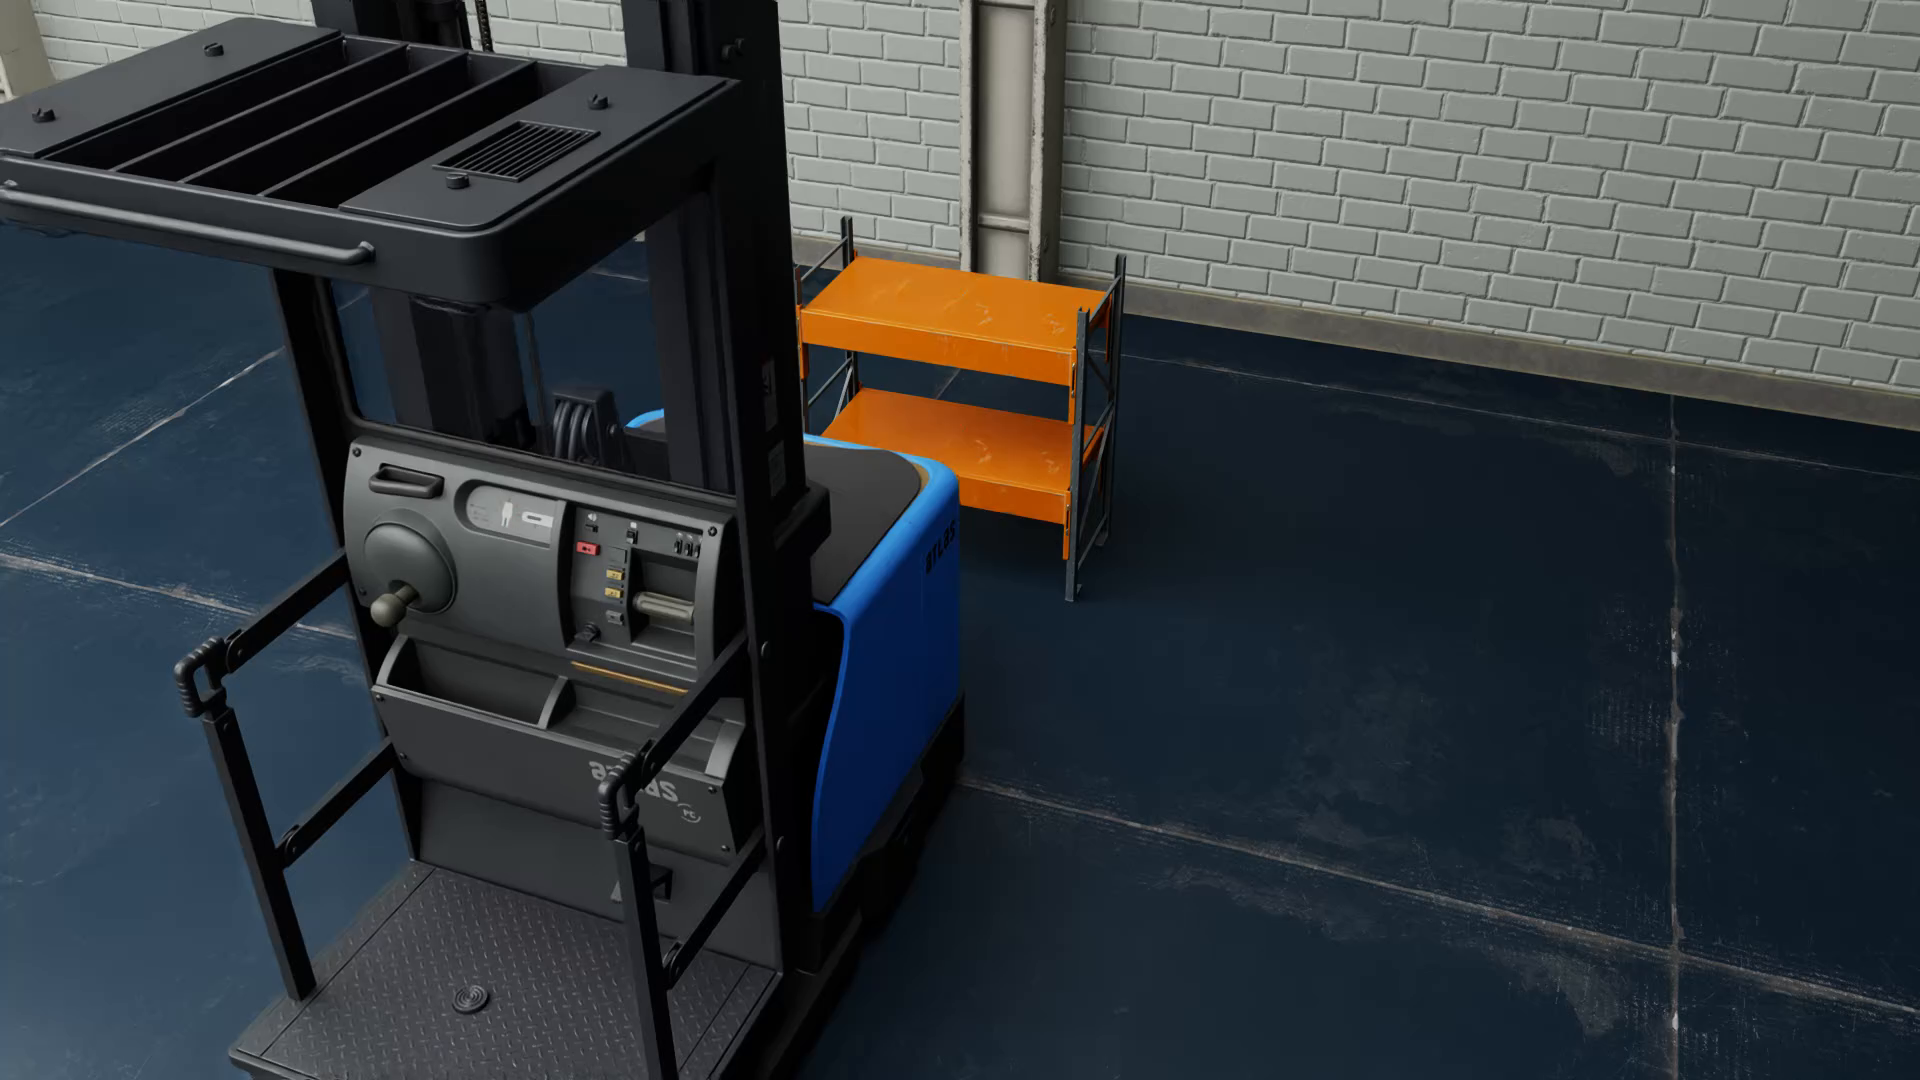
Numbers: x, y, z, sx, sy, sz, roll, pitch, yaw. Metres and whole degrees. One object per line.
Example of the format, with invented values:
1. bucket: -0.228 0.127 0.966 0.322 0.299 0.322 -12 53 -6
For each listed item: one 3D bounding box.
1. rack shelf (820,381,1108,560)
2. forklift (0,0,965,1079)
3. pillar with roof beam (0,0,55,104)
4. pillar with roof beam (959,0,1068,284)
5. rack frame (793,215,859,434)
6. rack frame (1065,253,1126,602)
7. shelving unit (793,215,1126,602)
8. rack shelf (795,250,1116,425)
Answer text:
1. rack shelf: -0.006 -0.268 6.079 1.000 0.278 0.538 11 34 16
2. forklift: -0.998 0.104 3.387 1.130 2.935 3.031 12 35 18
3. pillar with roof beam: -6.867 -3.800 3.840 0.400 9.000 9.100 11 34 16
4. pillar with roof beam: -1.219 -2.702 2.139 0.400 9.000 9.100 11 34 16
5. rack frame: -0.485 -0.567 6.091 0.032 1.125 0.500 11 34 16
6. rack frame: 0.472 -0.381 5.803 0.032 1.125 0.500 11 34 16
7. shelving unit: -0.006 -0.474 5.947 1.048 1.125 0.538 11 34 16
8. rack shelf: -0.006 -0.720 5.788 1.000 0.278 0.538 11 34 16
